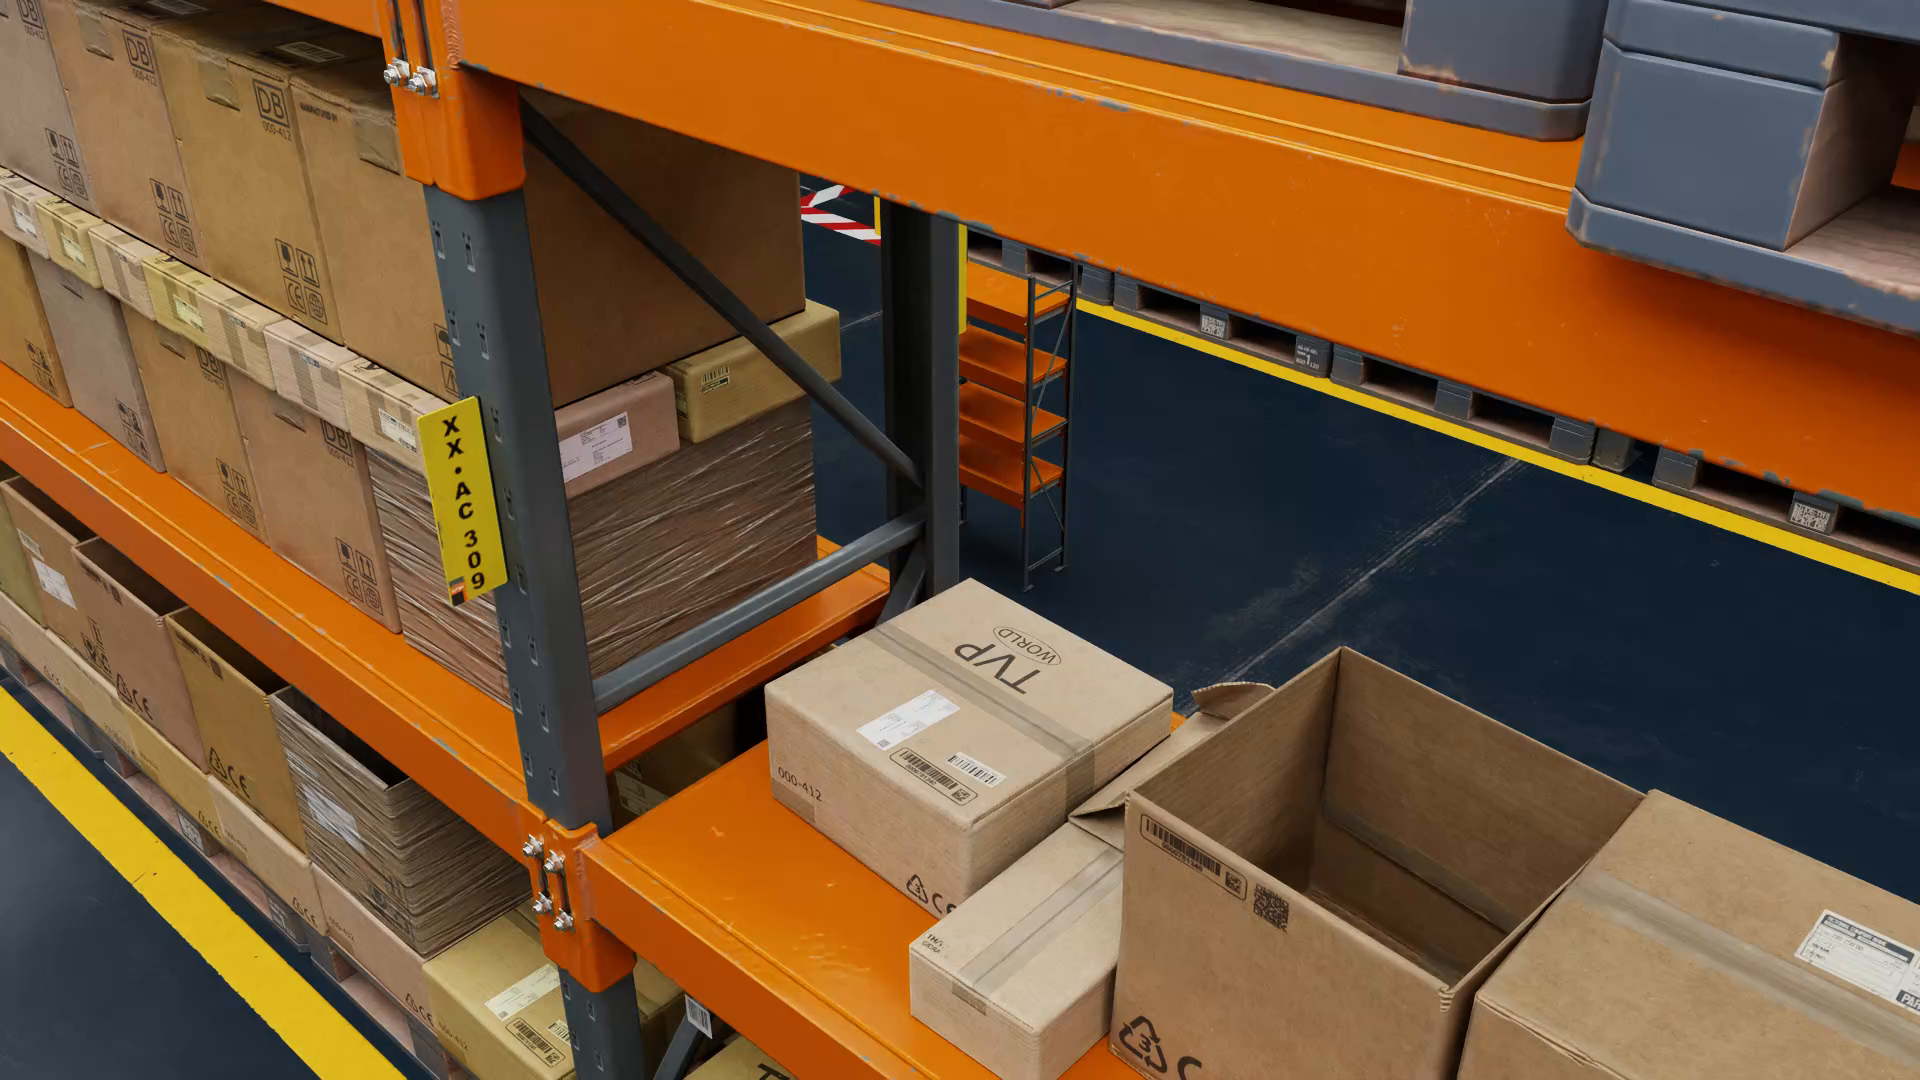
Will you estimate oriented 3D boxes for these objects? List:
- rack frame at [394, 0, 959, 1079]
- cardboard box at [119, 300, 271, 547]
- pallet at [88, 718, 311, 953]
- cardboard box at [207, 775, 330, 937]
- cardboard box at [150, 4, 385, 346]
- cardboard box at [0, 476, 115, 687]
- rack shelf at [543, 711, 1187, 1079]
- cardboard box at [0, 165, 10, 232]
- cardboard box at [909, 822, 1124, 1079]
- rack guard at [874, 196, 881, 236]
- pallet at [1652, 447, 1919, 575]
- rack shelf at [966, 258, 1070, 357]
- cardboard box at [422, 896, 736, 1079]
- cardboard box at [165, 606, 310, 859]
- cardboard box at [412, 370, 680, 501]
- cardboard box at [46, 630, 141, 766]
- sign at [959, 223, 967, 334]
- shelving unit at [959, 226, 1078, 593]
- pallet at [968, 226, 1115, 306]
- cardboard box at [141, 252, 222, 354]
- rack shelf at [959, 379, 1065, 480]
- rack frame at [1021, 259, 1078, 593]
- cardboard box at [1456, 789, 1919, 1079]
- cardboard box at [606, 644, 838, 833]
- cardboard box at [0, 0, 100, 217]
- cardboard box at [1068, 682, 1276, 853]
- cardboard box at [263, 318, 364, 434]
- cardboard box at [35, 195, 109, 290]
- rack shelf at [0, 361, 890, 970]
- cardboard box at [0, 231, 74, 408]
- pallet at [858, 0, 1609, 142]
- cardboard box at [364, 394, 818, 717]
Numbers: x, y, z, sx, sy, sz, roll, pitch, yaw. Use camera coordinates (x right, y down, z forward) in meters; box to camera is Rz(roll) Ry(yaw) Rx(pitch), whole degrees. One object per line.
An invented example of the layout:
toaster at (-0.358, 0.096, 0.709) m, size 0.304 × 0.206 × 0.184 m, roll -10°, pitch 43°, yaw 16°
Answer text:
rack frame at (-0.380, 0.137, 3.114) m, size 0.127 × 3.000 × 1.000 m, roll 25°, pitch 39°, yaw 35°
cardboard box at (-1.478, -0.412, 3.929) m, size 0.500 × 0.500 × 0.700 m, roll 26°, pitch 39°, yaw 36°
pallet at (-1.850, 0.618, 5.018) m, size 1.213 × 0.211 × 1.003 m, roll 25°, pitch 39°, yaw 35°
cardboard box at (-1.615, 0.714, 4.414) m, size 0.500 × 0.250 × 0.500 m, roll 25°, pitch 39°, yaw 35°
cardboard box at (-1.088, -0.787, 3.294) m, size 0.500 × 0.500 × 0.700 m, roll 25°, pitch 39°, yaw 35°
cardboard box at (-2.346, 0.041, 4.806) m, size 0.500 × 0.500 × 0.500 m, roll 25°, pitch 39°, yaw 35°
rack shelf at (1.103, 1.138, 2.150) m, size 4.000 × 0.370 × 1.077 m, roll 25°, pitch 39°, yaw 35°
cardboard box at (-2.243, -0.905, 4.119) m, size 0.250 × 0.149 × 0.380 m, roll 24°, pitch 39°, yaw 35°
cardboard box at (0.140, 0.630, 2.539) m, size 0.250 × 0.149 × 0.380 m, roll 25°, pitch 39°, yaw 35°
rack guard at (0.032, -2.046, 9.163) m, size 0.348 × 0.500 × 1.175 m, roll 25°, pitch 39°, yaw 35°
pallet at (3.520, -0.295, 6.535) m, size 1.213 × 0.211 × 1.003 m, roll 25°, pitch 39°, yaw 35°
rack shelf at (0.123, -0.793, 5.643) m, size 0.480 × 0.148 × 0.258 m, roll 25°, pitch 39°, yaw 35°
cardboard box at (-0.870, 1.058, 3.842) m, size 0.500 × 0.250 × 0.500 m, roll 25°, pitch 39°, yaw 35°
cardboard box at (-1.606, 0.388, 4.229) m, size 0.500 × 0.500 × 0.500 m, roll 25°, pitch 39°, yaw 35°
cardboard box at (-0.725, -0.196, 2.941) m, size 0.250 × 0.149 × 0.380 m, roll 25°, pitch 39°, yaw 35°
cardboard box at (-2.353, 0.366, 4.992) m, size 0.500 × 0.250 × 0.500 m, roll 25°, pitch 39°, yaw 35°
sign at (-0.023, -0.536, 3.186) m, size 0.005 × 0.325 × 0.100 m, roll 25°, pitch 39°, yaw 35°
shelving unit at (0.123, -0.457, 5.845) m, size 0.503 × 1.200 × 0.258 m, roll 25°, pitch 39°, yaw 35°
pallet at (0.611, -1.627, 8.748) m, size 1.213 × 0.211 × 1.003 m, roll 25°, pitch 39°, yaw 35°
cardboard box at (-1.478, -0.549, 3.527) m, size 0.250 × 0.149 × 0.380 m, roll 25°, pitch 39°, yaw 35°
rack shelf at (0.123, -0.399, 5.880) m, size 0.480 × 0.148 × 0.258 m, roll 25°, pitch 39°, yaw 35°
rack frame at (0.304, -0.372, 5.705) m, size 0.015 × 1.200 × 0.240 m, roll 25°, pitch 39°, yaw 35°
cardboard box at (0.941, 0.722, 2.045) m, size 0.500 × 0.500 × 0.500 m, roll 25°, pitch 39°, yaw 35°
cardboard box at (-0.513, 0.534, 3.987) m, size 0.500 × 0.500 × 0.500 m, roll 25°, pitch 39°, yaw 35°
cardboard box at (-1.829, -1.134, 3.870) m, size 0.500 × 0.500 × 0.700 m, roll 25°, pitch 39°, yaw 35°
cardboard box at (0.395, 0.429, 2.760) m, size 0.258 × 0.266 × 0.396 m, roll 24°, pitch 38°, yaw 34°
cardboard box at (-1.103, -0.372, 3.233) m, size 0.250 × 0.149 × 0.380 m, roll 24°, pitch 38°, yaw 34°
cardboard box at (-1.864, -0.727, 3.823) m, size 0.250 × 0.149 × 0.380 m, roll 27°, pitch 40°, yaw 37°
rack shelf at (-1.863, -0.247, 4.449) m, size 4.000 × 0.370 × 1.077 m, roll 25°, pitch 39°, yaw 35°
cardboard box at (-2.251, -0.770, 4.523) m, size 0.500 × 0.500 × 0.700 m, roll 25°, pitch 39°, yaw 35°
pallet at (0.283, -0.766, 1.891) m, size 1.217 × 0.209 × 0.805 m, roll 23°, pitch 38°, yaw 33°
cardboard box at (-0.713, -0.057, 3.339) m, size 0.500 × 0.500 × 0.700 m, roll 24°, pitch 38°, yaw 34°
